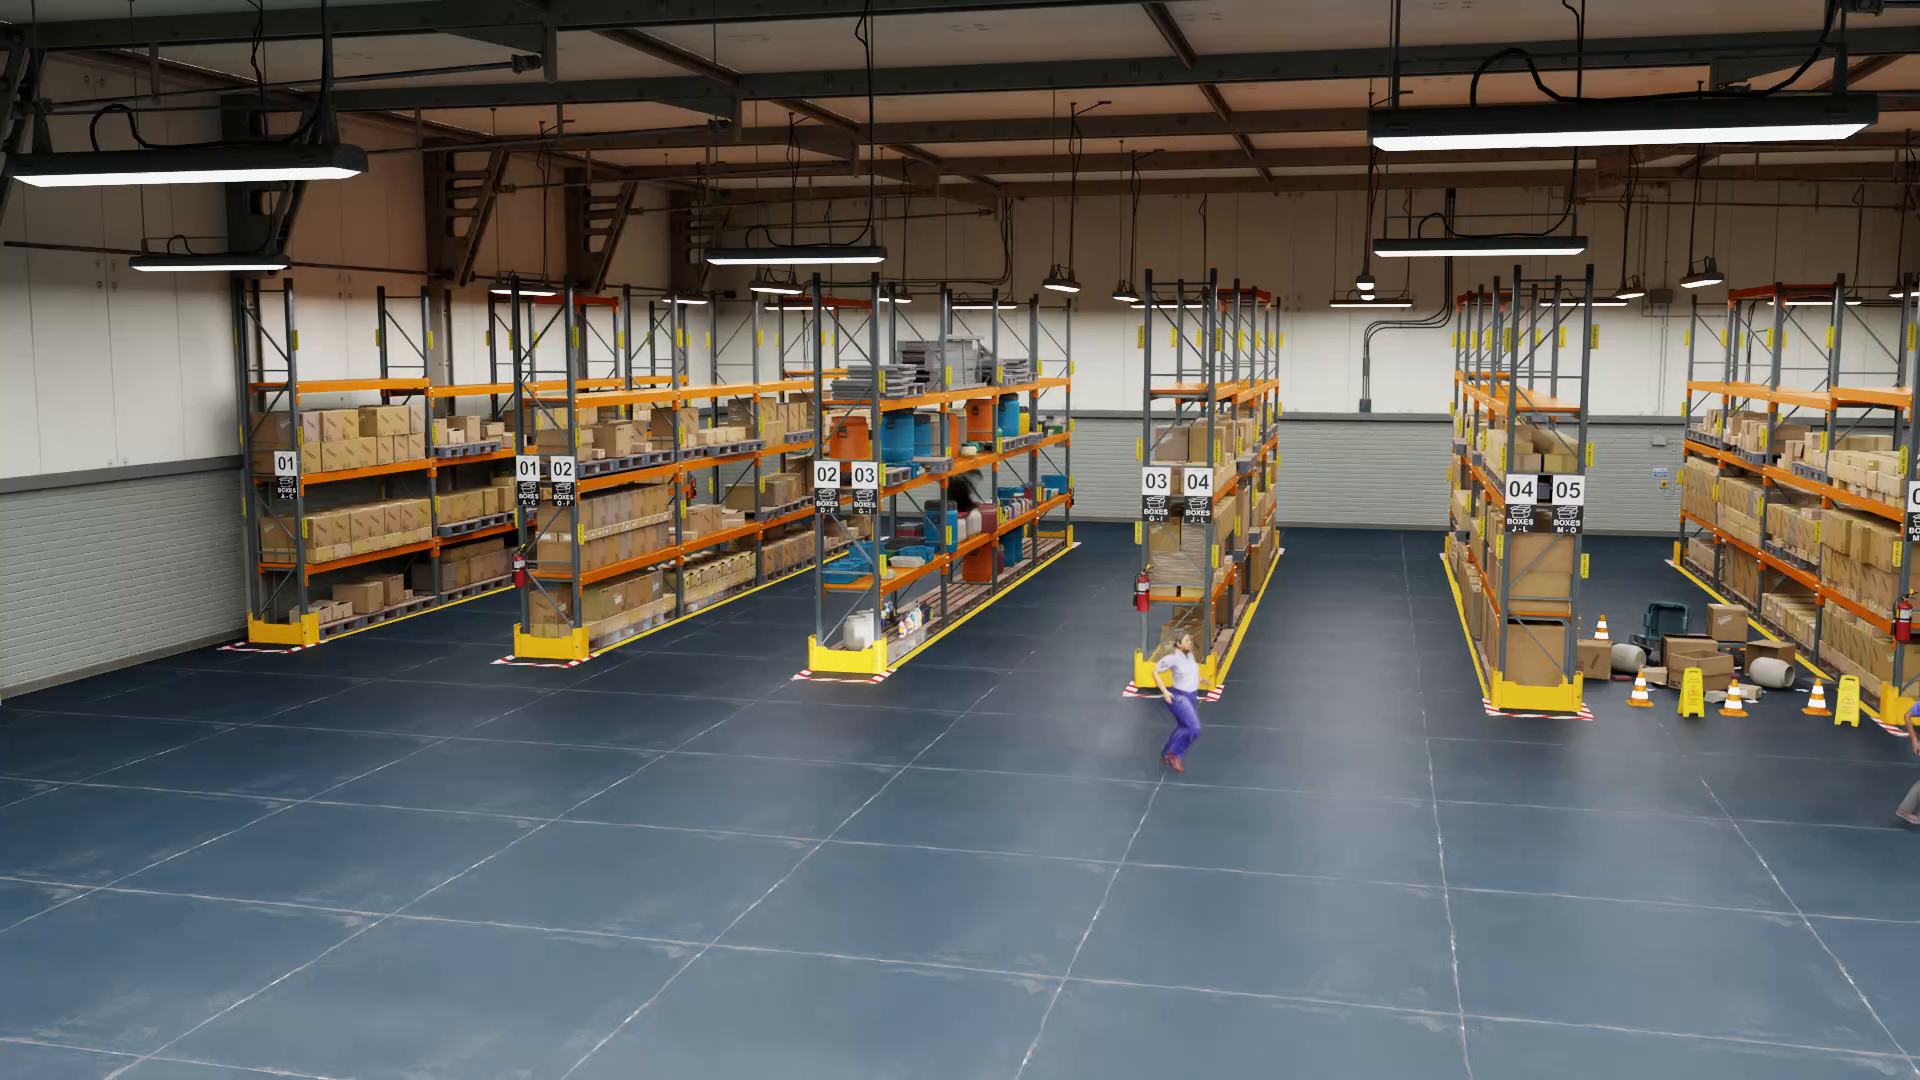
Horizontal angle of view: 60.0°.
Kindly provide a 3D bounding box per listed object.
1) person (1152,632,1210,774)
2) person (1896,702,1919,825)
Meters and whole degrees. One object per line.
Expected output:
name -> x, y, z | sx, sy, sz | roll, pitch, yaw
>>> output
person -> 2.603, 1.889, 19.321 | 0.660, 1.629, 0.578 | 5, 9, 37
person -> 9.944, 2.177, 16.866 | 0.536, 1.690, 0.788 | -5, 9, -36
